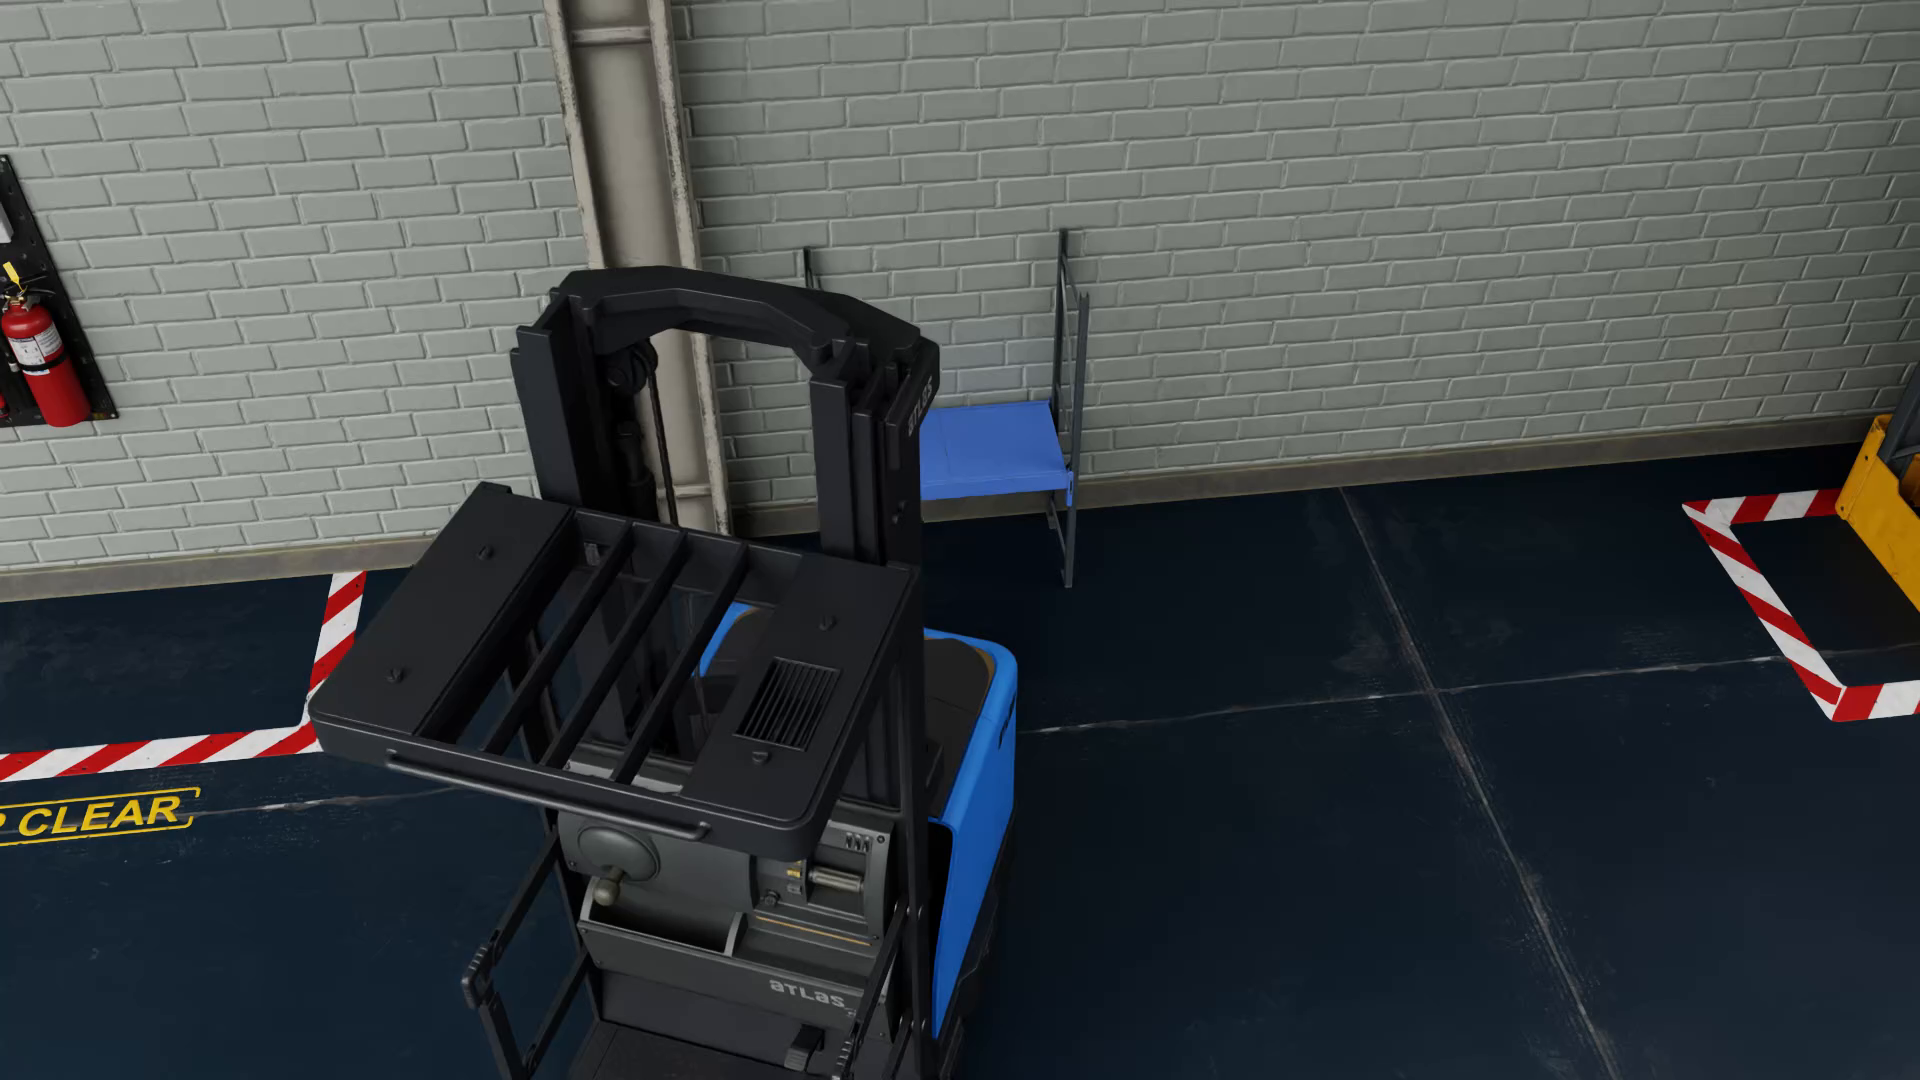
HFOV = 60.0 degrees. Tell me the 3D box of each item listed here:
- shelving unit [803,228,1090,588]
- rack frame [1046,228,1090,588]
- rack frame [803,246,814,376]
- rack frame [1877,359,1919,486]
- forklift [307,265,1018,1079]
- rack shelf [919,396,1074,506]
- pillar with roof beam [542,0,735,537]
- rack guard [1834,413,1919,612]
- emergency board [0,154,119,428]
[{"bbox_3d":[-0.064,-0.471,6.867,1.048,1.500,0.538,-5,42,-5],"label":"shelving unit"},{"bbox_3d":[0.440,-0.514,6.916,0.032,1.500,0.500,-5,42,-5],"label":"rack frame"},{"bbox_3d":[-0.568,-0.427,6.819,0.032,1.500,0.500,-5,42,-5],"label":"rack frame"},{"bbox_3d":[4.173,-0.909,6.234,0.127,3.000,1.000,-5,42,-6],"label":"rack frame"},{"bbox_3d":[-0.690,0.918,4.259,1.130,2.935,3.031,11,43,12],"label":"forklift"},{"bbox_3d":[-0.064,-0.337,6.988,1.000,0.185,0.538,-5,42,-5],"label":"rack shelf"},{"bbox_3d":[-0.636,-0.392,1.181,0.400,9.000,9.100,-5,42,-6],"label":"pillar with roof beam"},{"bbox_3d":[4.249,0.012,7.078,0.348,0.500,1.175,-5,42,-6],"label":"rack guard"},{"bbox_3d":[-3.649,-0.834,6.150,0.643,1.169,0.194,-5,42,-6],"label":"emergency board"}]
